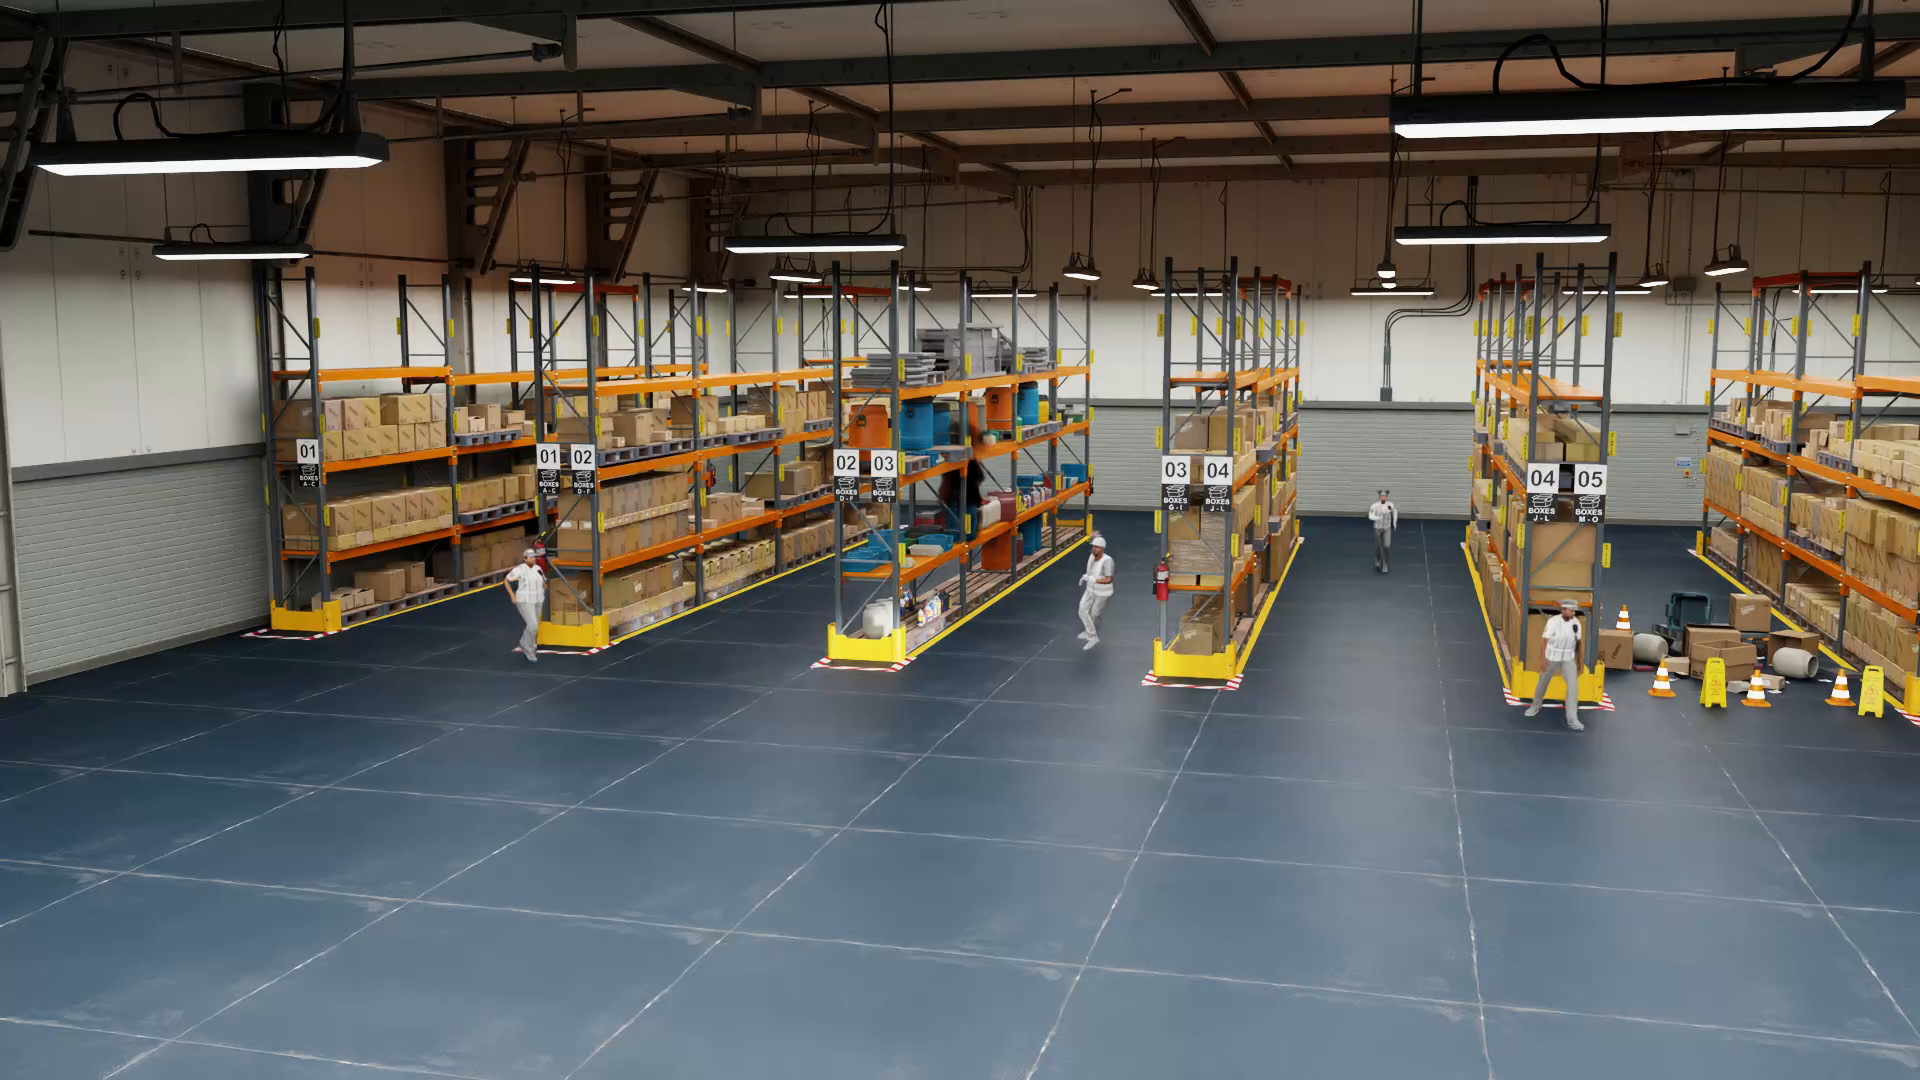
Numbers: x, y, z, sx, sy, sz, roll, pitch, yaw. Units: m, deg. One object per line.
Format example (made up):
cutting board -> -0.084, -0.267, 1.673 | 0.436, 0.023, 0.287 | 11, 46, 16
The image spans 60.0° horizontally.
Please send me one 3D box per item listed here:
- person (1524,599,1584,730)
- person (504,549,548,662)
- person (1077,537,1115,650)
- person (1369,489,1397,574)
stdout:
person -> 7.611, 1.527, 21.149 | 0.625, 1.623, 0.870 | 0, 7, -1
person -> -6.535, 0.994, 25.257 | 0.738, 1.726, 0.585 | 5, 9, 36
person -> 2.054, 0.788, 25.230 | 0.807, 1.711, 0.714 | 6, 9, 39
person -> 8.736, -0.191, 34.372 | 0.590, 1.744, 0.830 | 1, 7, 11
